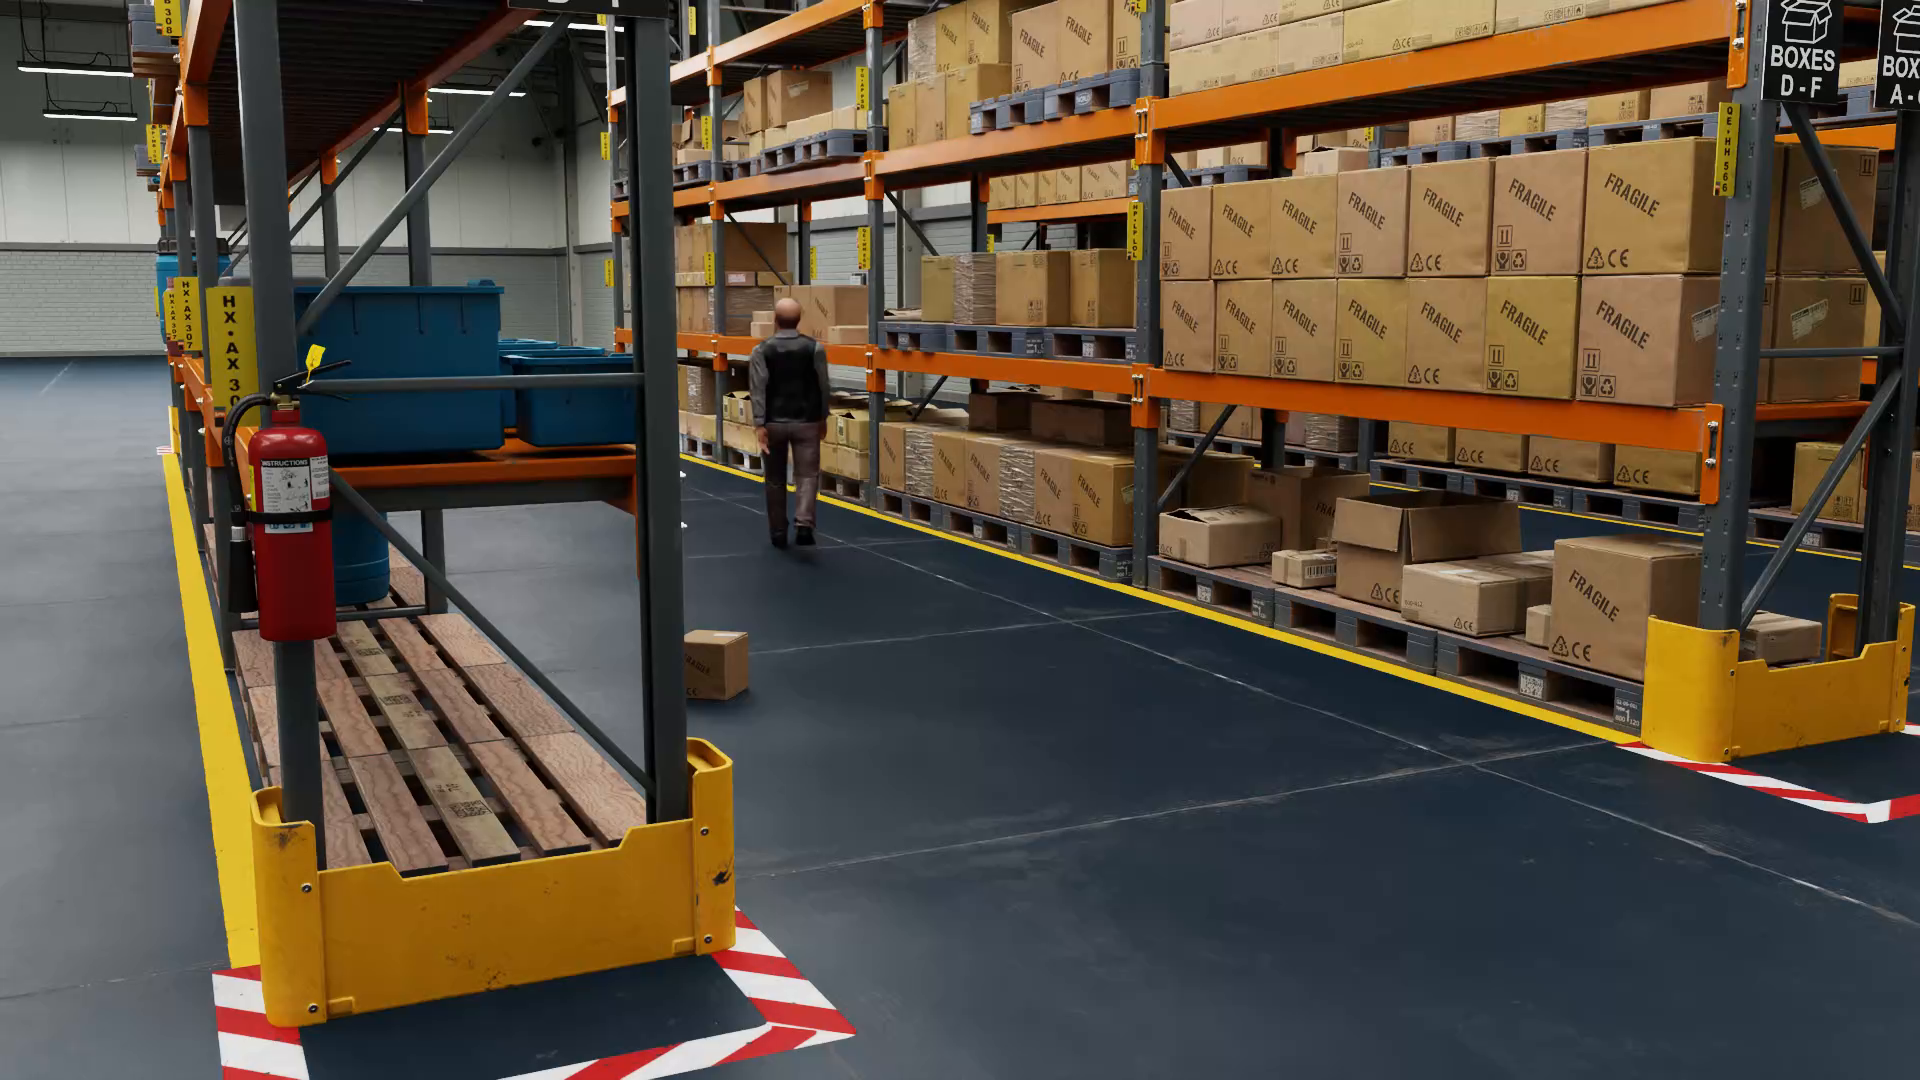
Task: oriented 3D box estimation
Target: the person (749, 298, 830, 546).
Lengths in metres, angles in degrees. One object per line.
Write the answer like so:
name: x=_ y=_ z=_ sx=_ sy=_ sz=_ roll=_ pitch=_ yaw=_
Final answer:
person: x=-1.130 y=-0.765 z=11.101 sx=0.528 sy=1.685 sz=0.964 roll=0 pitch=8 yaw=-3
